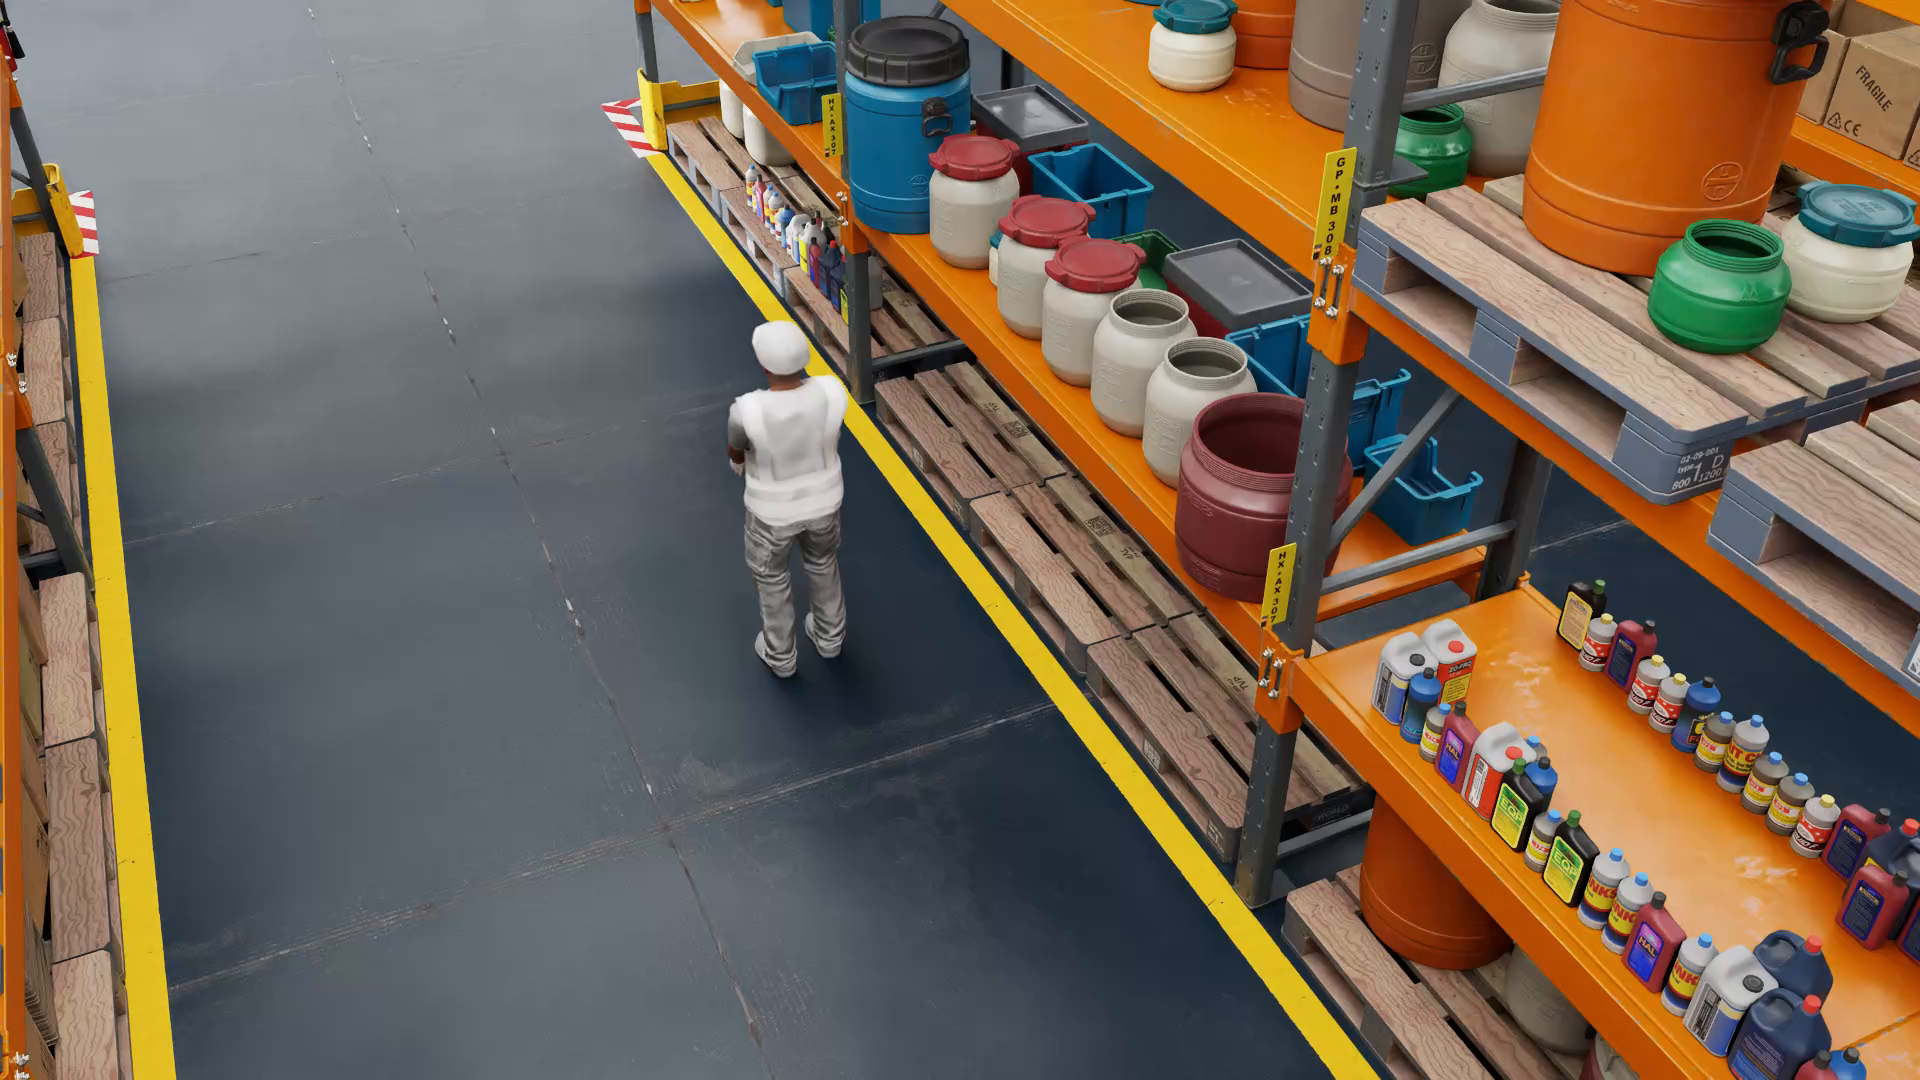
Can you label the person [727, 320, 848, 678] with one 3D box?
[{"bbox_3d":[-0.758,-0.220,7.134,0.494,1.782,0.579,-16,40,-20],"label":"person"}]
